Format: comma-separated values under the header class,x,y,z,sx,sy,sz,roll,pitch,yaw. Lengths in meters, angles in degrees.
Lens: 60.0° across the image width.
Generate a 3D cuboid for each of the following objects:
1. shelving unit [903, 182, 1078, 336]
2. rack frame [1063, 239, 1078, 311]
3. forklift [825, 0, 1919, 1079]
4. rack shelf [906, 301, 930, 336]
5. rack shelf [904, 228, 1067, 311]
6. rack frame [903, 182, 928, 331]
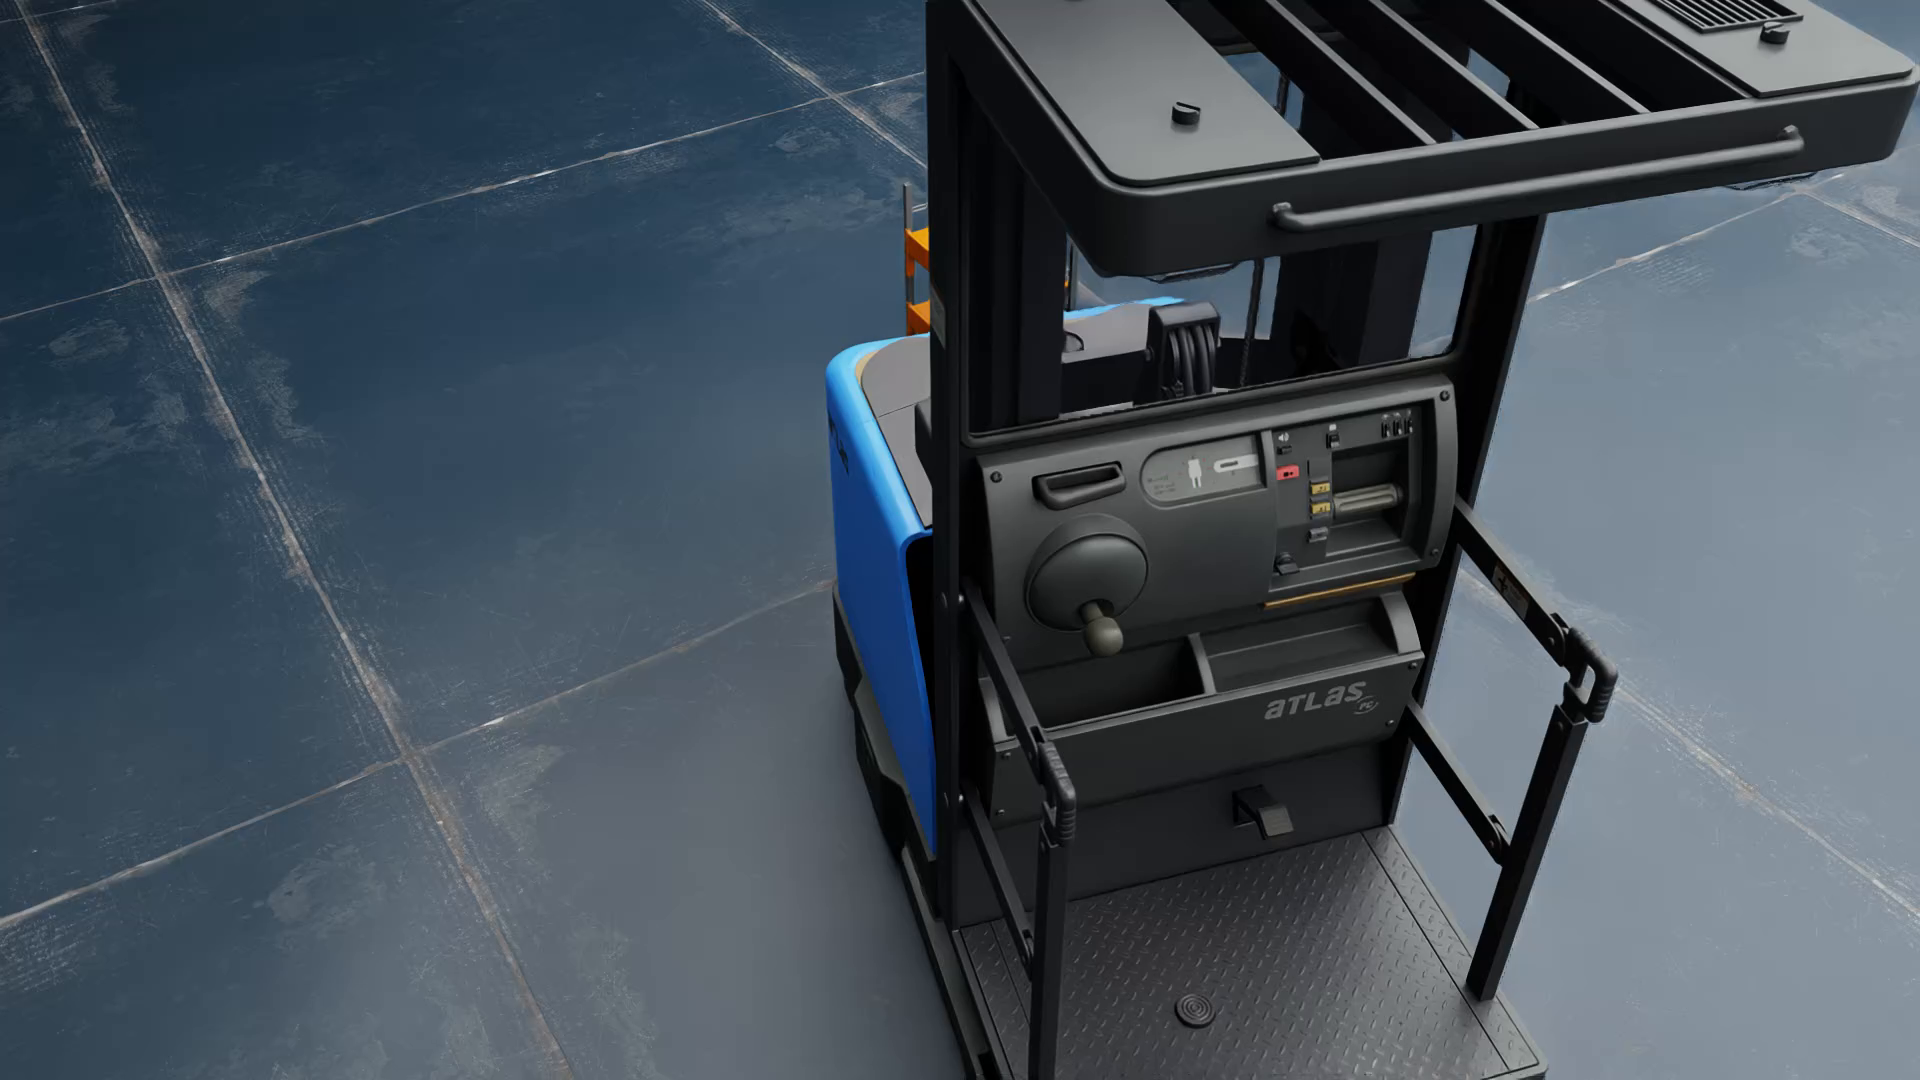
class,x,y,z,sx,sy,sz,roll,pitch,yaw
shelving unit,0.076,-0.414,4.810,0.258,1.200,0.503,-21,44,-23
rack frame,0.202,-0.280,4.649,0.240,1.200,0.015,-21,44,-23
forklift,0.555,0.035,2.918,1.130,2.935,3.031,-11,41,-13
rack shelf,0.076,-0.535,4.710,0.258,0.148,0.480,-21,44,-23
rack shelf,0.076,-0.716,4.558,0.258,0.148,0.480,-21,44,-23
rack frame,-0.050,-0.548,4.971,0.240,1.200,0.015,-21,44,-23
